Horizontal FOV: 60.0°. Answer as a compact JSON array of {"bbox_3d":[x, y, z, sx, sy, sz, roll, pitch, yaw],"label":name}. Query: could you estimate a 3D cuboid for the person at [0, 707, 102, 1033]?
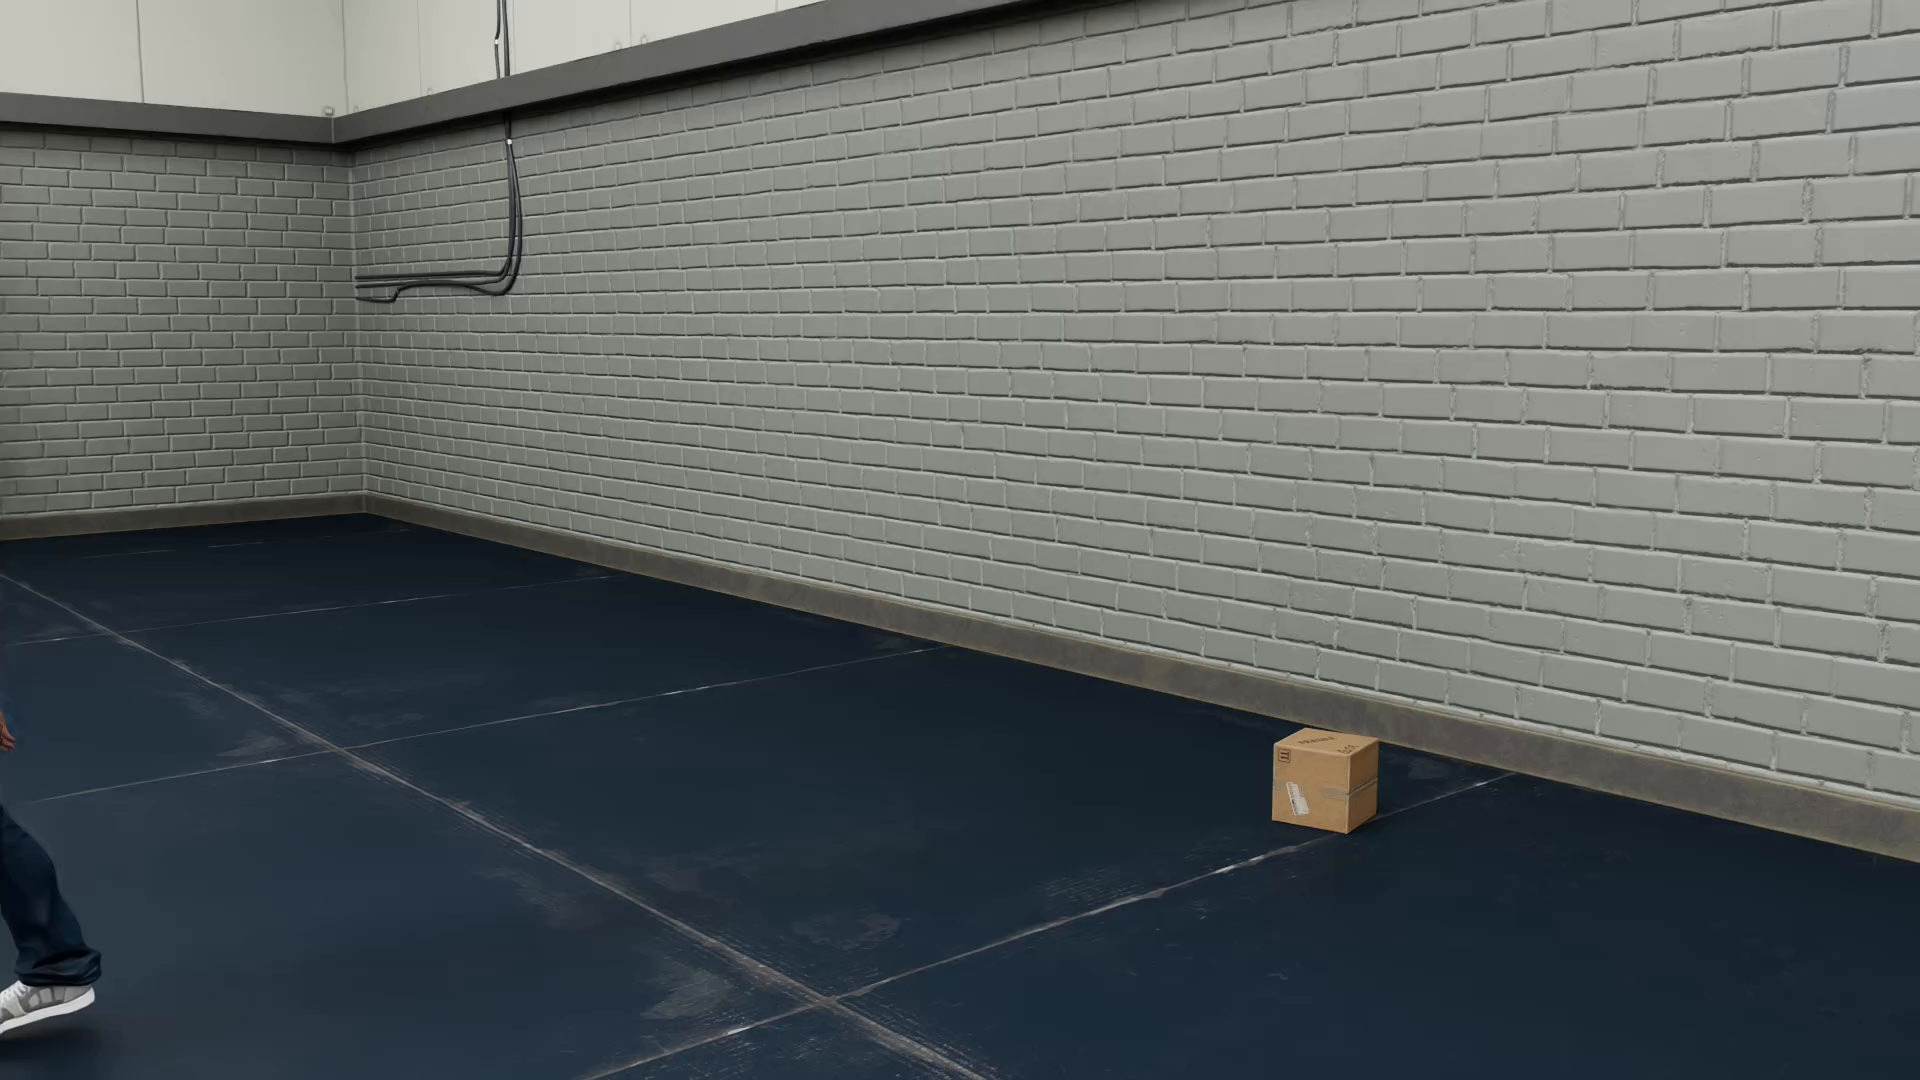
[{"bbox_3d":[-2.237,0.371,3.403,0.794,1.494,0.408,-5,9,-35],"label":"person"}]
